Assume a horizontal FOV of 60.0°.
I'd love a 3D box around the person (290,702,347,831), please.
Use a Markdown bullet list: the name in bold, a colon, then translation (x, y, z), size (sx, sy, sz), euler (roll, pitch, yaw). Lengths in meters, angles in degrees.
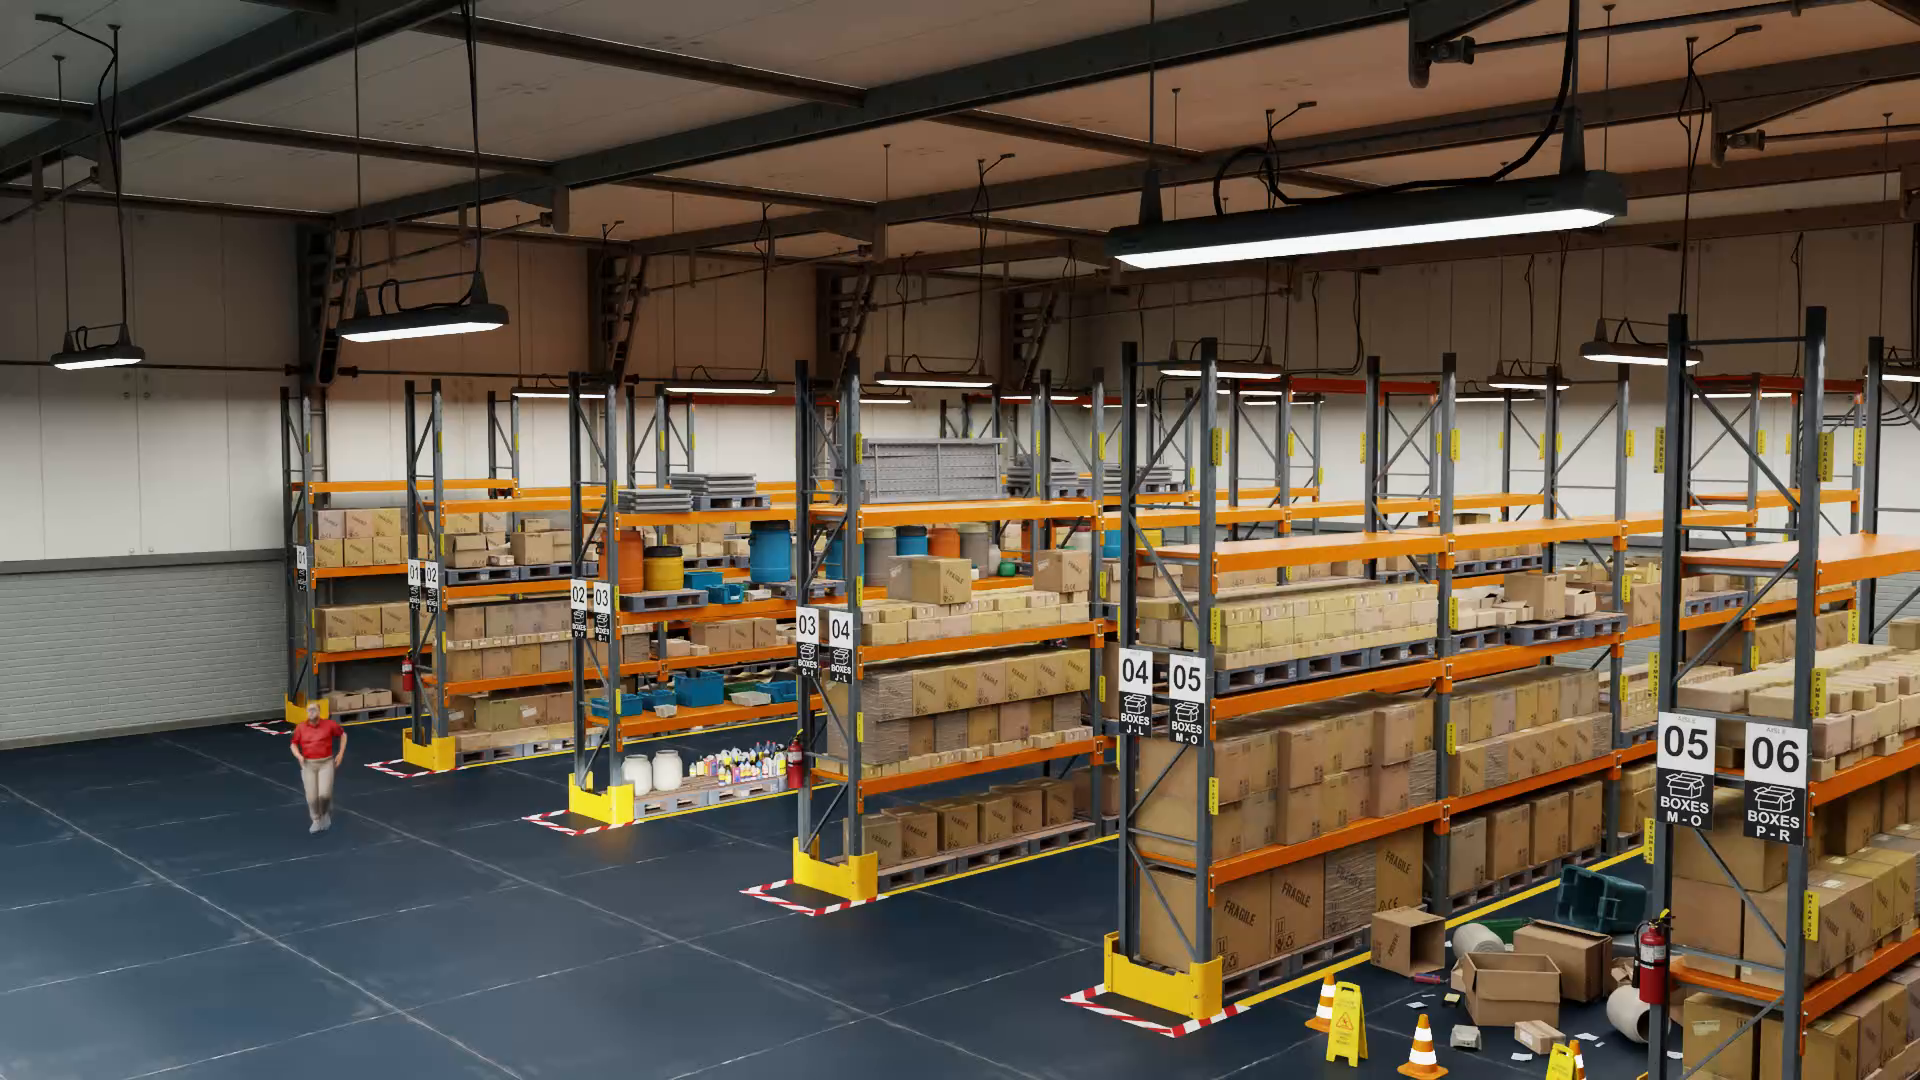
- **person**: translation (-8.318, 2.944, 21.528), size (0.675, 1.686, 0.594), euler (-1, 4, -13)
